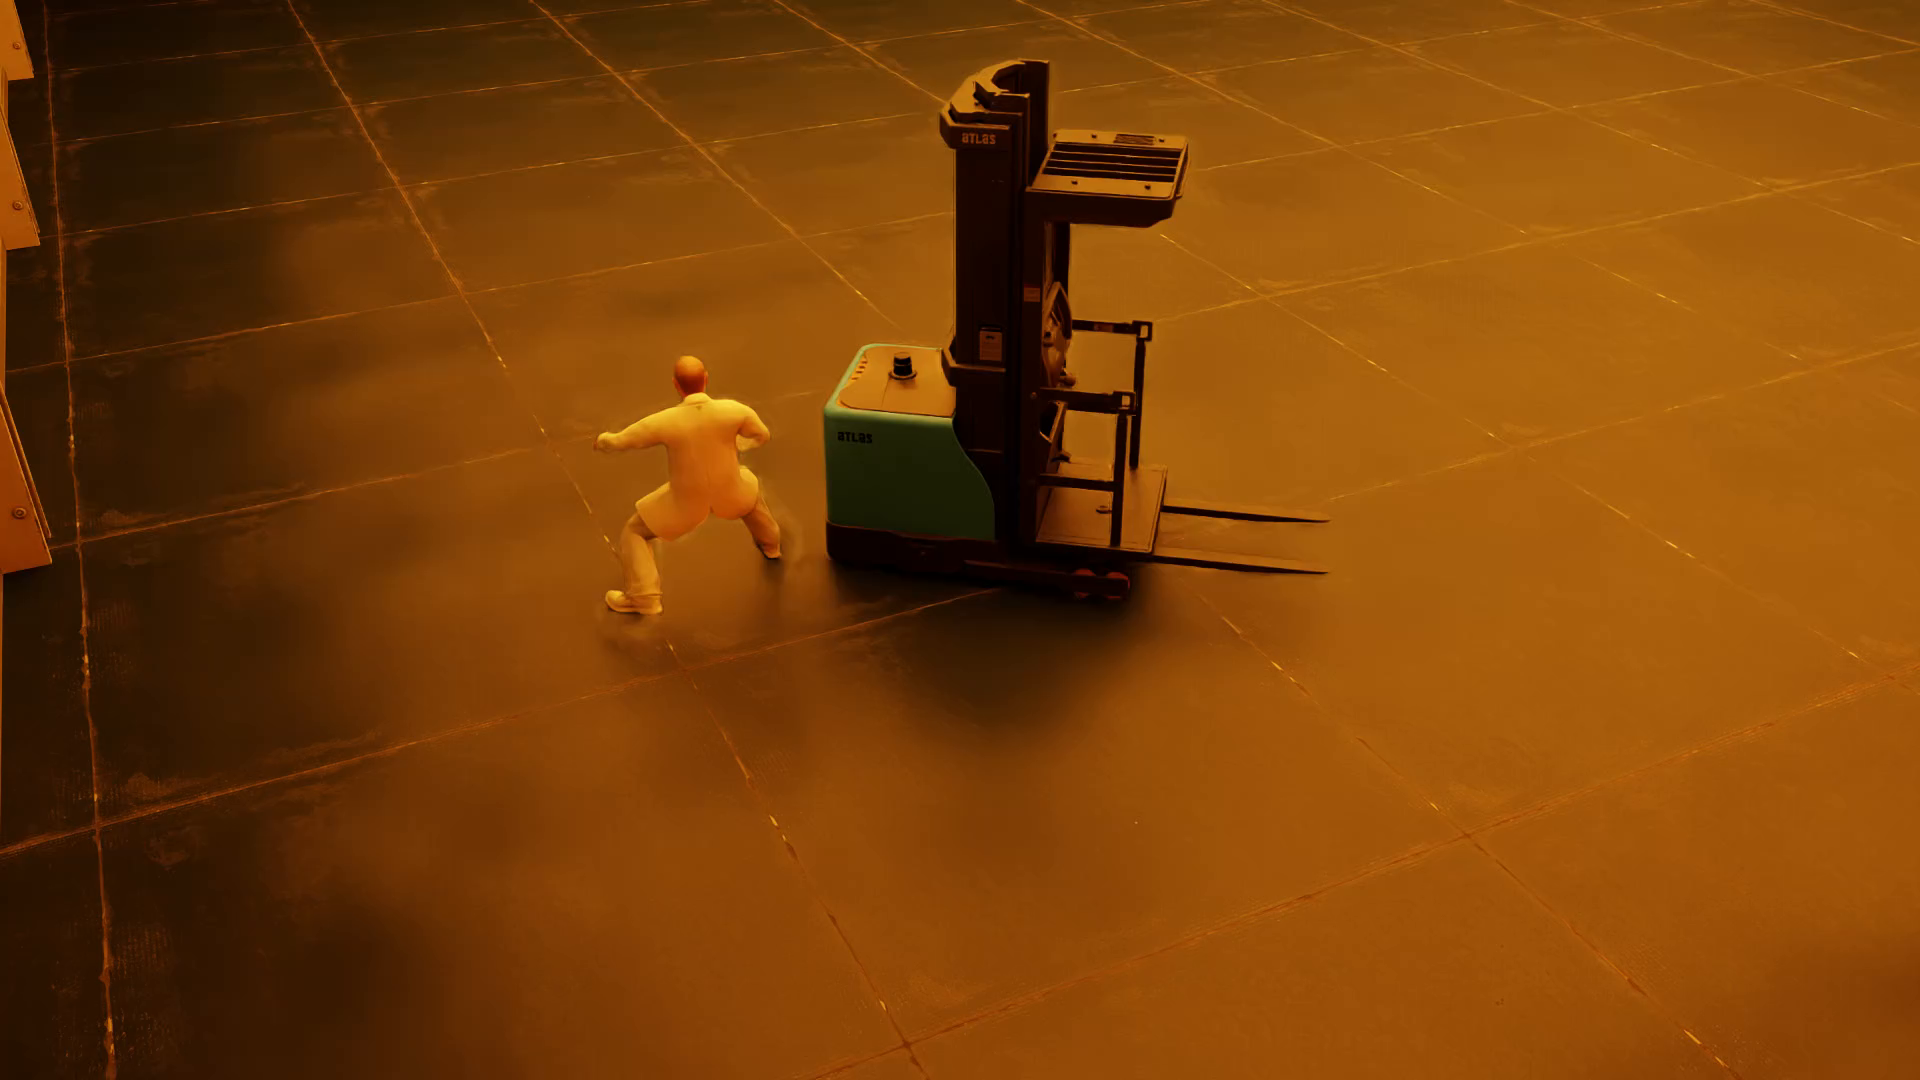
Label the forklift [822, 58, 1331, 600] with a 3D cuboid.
[{"bbox_3d":[0.748,-1.196,9.645,3.031,2.935,1.130,6,32,10],"label":"forklift"}]

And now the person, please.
[{"bbox_3d":[-1.571,-0.379,9.598,1.170,1.557,1.067,-11,33,-18],"label":"person"}]
